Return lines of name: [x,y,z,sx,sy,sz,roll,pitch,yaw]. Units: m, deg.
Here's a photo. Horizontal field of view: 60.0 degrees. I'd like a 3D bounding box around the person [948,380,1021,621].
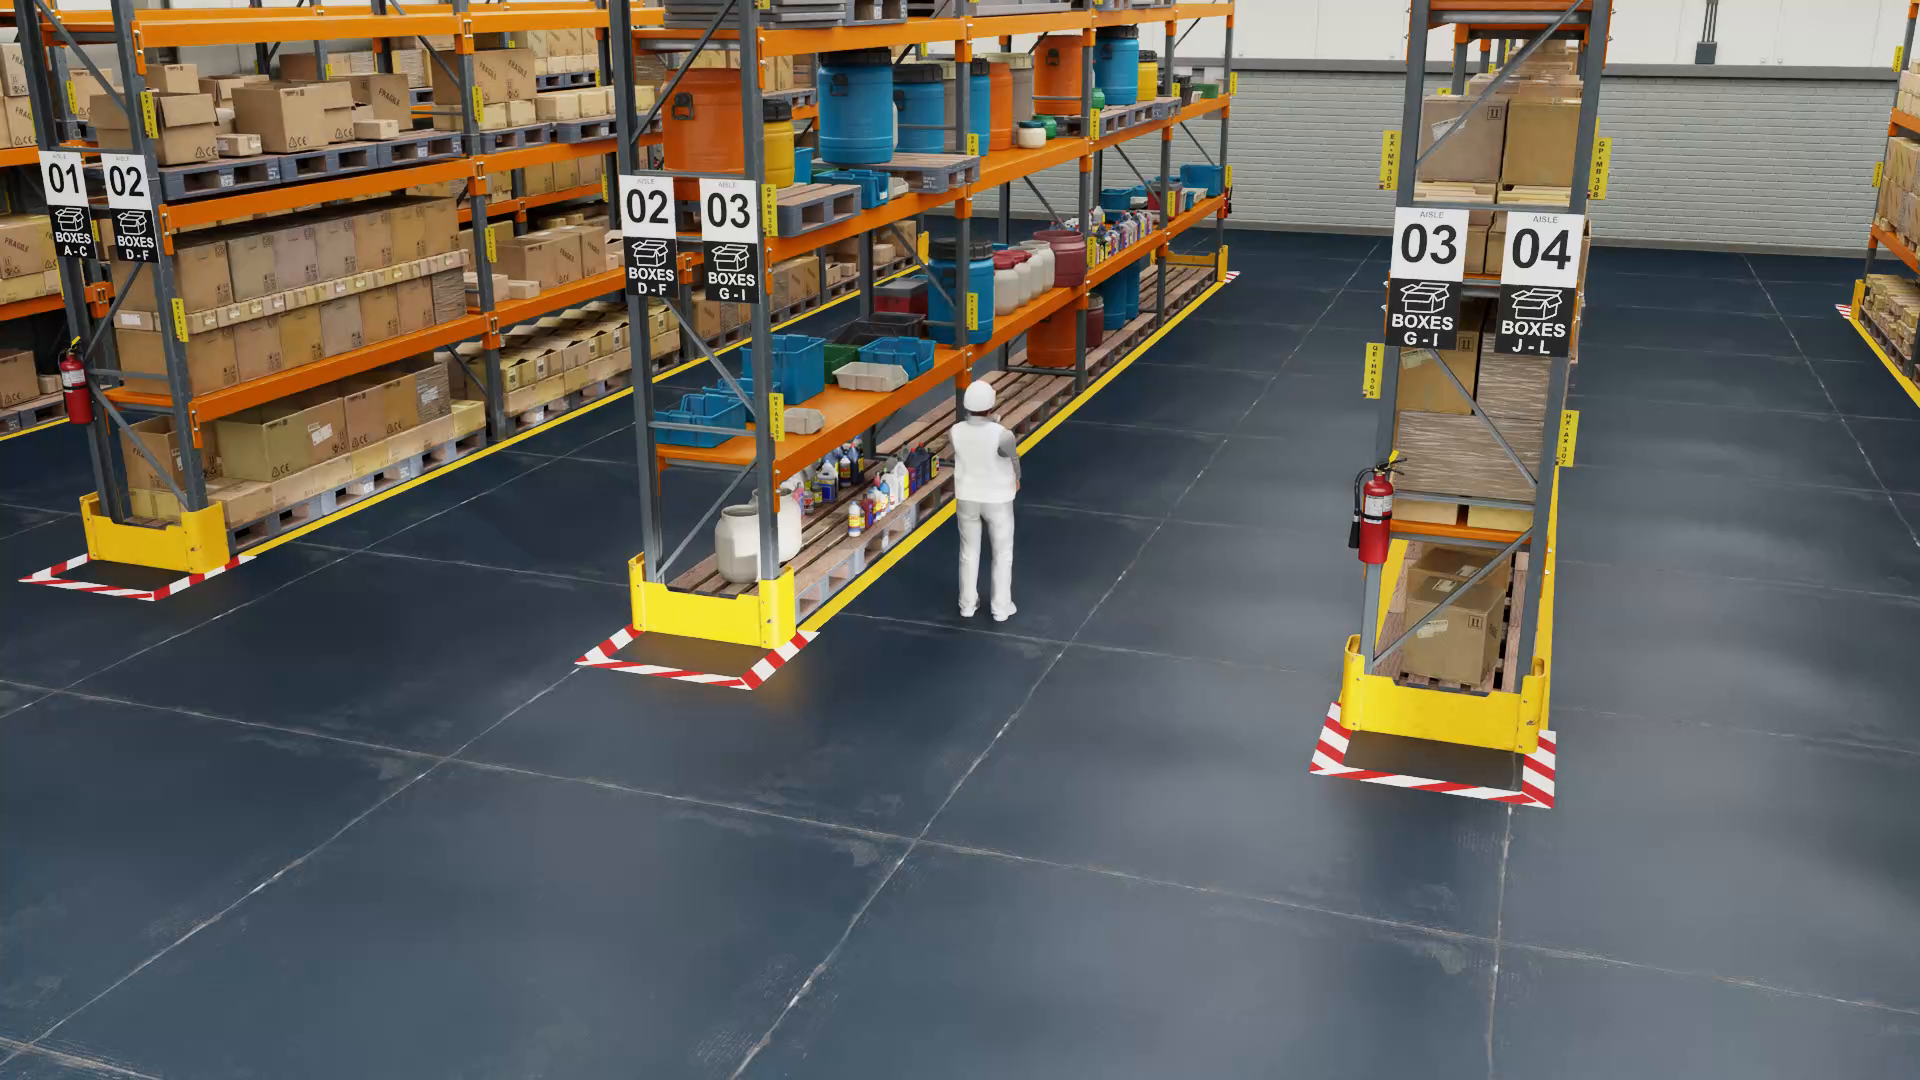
person: [0.192,-0.318,11.982,0.494,1.762,0.557,6,20,18]
